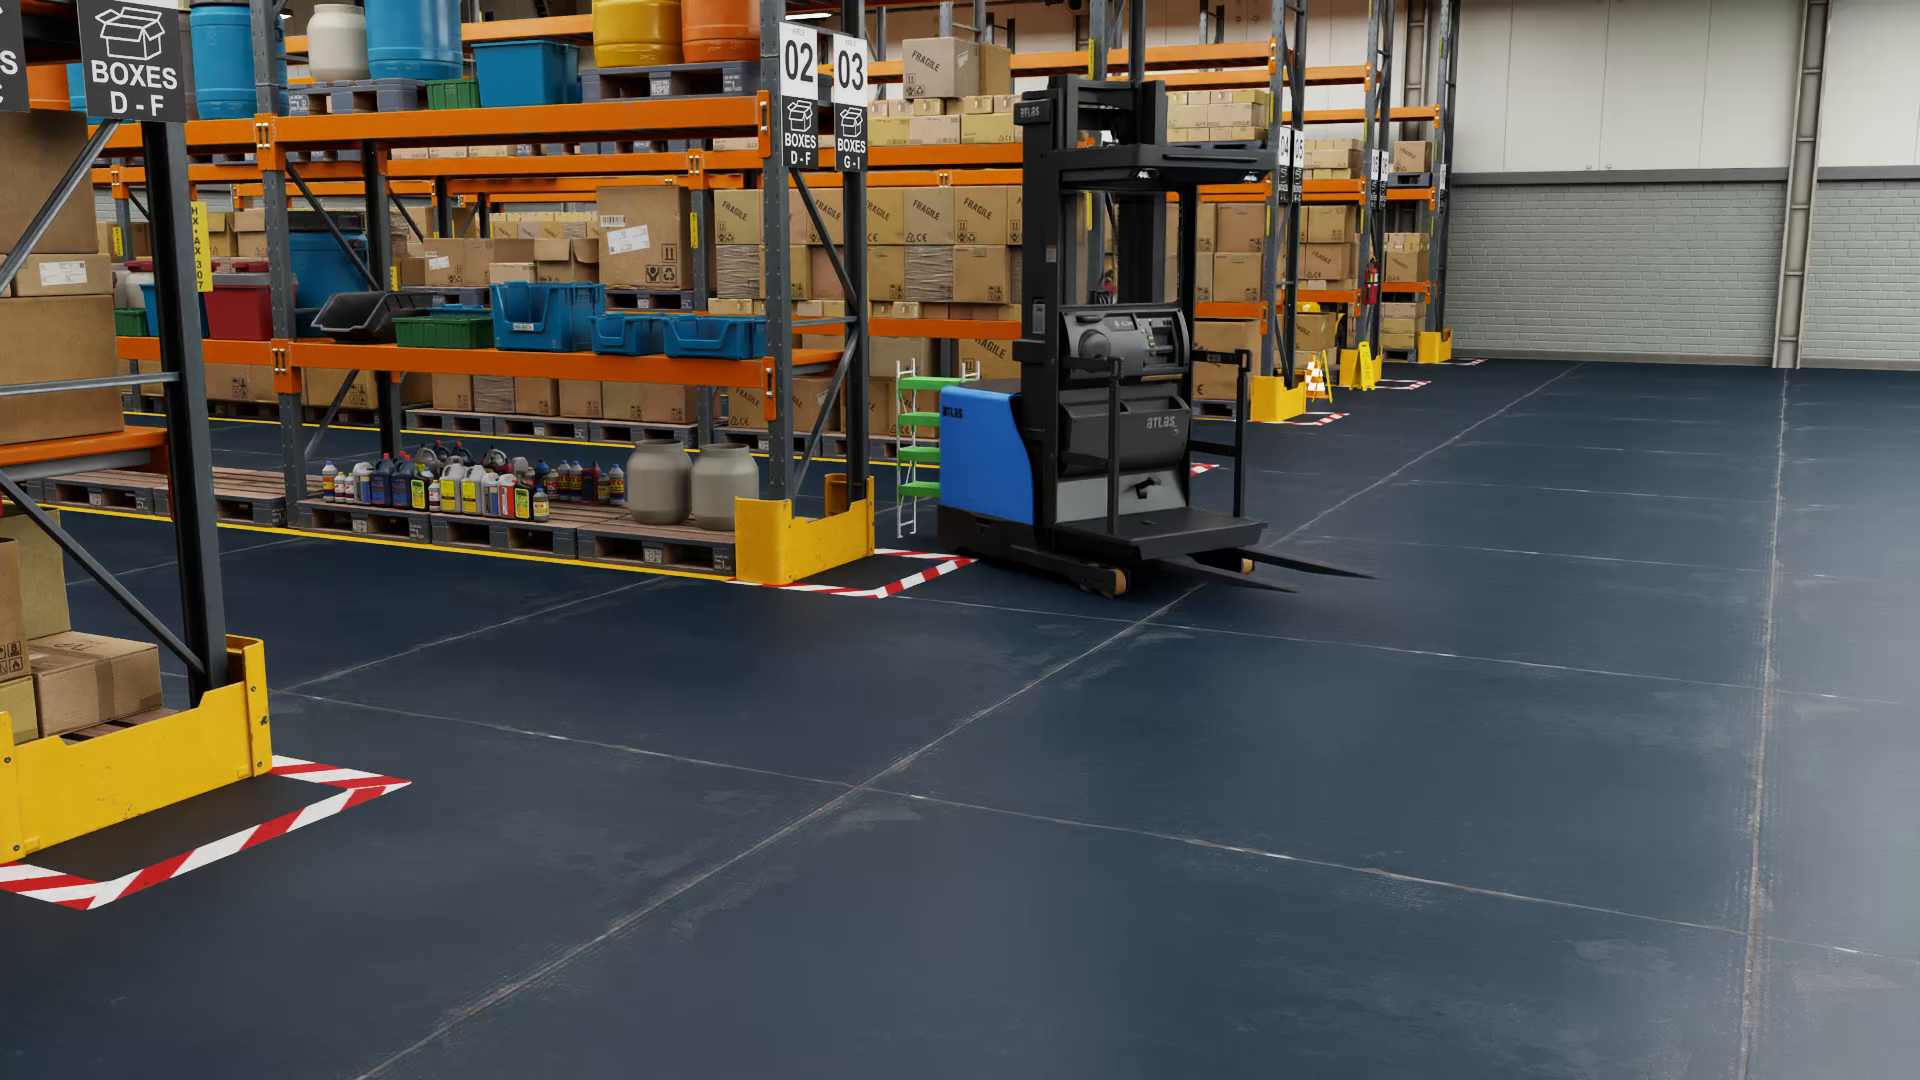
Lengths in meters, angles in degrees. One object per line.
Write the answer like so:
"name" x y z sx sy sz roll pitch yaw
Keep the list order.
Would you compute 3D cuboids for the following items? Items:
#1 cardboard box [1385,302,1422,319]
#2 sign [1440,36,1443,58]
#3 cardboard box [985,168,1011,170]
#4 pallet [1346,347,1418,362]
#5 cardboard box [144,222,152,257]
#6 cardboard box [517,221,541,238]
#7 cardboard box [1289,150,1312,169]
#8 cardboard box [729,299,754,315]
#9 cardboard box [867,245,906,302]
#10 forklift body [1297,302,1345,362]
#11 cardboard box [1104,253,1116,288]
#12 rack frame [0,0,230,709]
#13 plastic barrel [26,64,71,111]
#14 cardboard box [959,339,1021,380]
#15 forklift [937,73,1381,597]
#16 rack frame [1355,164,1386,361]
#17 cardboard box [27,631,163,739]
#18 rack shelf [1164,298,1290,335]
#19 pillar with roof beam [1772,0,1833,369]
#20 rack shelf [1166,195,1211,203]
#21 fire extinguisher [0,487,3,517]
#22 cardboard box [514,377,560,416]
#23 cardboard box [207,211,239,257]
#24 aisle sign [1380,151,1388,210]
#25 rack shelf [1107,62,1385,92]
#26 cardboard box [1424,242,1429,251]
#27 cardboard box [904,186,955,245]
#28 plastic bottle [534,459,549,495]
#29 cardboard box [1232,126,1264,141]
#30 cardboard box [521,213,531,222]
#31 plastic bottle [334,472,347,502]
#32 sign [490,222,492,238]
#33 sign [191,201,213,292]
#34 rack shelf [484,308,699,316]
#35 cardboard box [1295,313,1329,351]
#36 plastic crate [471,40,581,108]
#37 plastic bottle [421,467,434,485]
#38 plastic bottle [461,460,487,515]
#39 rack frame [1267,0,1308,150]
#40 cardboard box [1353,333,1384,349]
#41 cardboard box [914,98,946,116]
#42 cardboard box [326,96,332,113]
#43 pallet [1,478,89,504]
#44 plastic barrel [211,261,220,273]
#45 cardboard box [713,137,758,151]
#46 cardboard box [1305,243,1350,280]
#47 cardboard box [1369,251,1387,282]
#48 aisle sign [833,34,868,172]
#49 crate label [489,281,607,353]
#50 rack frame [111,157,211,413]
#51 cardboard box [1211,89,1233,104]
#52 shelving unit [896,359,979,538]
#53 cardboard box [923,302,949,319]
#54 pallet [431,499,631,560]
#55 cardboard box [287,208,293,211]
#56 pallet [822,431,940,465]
"cardboard box" 7.365 -3.813 27.609 0.500 0.250 0.500 5 12 28
"sign" 7.663 -7.846 26.468 0.005 0.325 0.100 5 11 26
"cardboard box" 0.639 -5.716 25.208 0.500 0.250 0.500 5 11 27
"pallet" 7.211 -3.162 28.109 1.213 0.211 1.003 5 11 26
"cardboard box" -9.740 -3.571 20.017 0.500 0.500 0.500 5 11 26
"cardboard box" -7.390 -5.327 29.155 0.500 0.500 0.500 5 11 25
"cardboard box" 4.700 -5.276 23.120 0.500 0.250 0.500 5 11 25
"cardboard box" -1.971 -2.210 15.723 0.250 0.149 0.380 5 11 26
"cardboard box" -0.517 -2.456 15.262 0.500 0.500 0.875 5 11 26
"forklift body" 5.408 -3.921 26.856 1.214 2.155 2.313 5 11 26
"cardboard box" 1.827 -3.124 19.648 0.500 0.550 0.875 5 11 26
"rack frame" -3.049 -0.523 5.698 0.127 3.000 1.000 5 11 26
"plastic barrel" -6.801 -3.481 12.411 0.708 0.830 0.600 5 11 26
"cardboard box" 0.569 -2.305 20.329 0.875 0.875 0.875 5 11 27
"forklift" 1.113 -1.214 9.707 1.130 2.935 3.031 -7 12 -35
"rack frame" 5.723 -3.688 23.183 0.127 3.000 1.000 5 11 26
"cardboard box" -3.431 0.545 6.335 0.500 0.250 0.500 5 11 26
"rack shelf" 1.830 -2.693 19.706 4.000 0.370 1.077 5 11 26
"pillar with roof beam" 11.166 -6.471 21.718 0.400 9.000 9.100 5 11 26
"rack shelf" 2.535 -6.076 29.974 4.000 0.370 1.077 5 11 26
"fire extinguisher" -3.148 -0.402 5.243 0.183 0.674 0.296 5 11 26
"cardboard box" -4.212 -1.587 17.360 0.500 0.500 0.700 6 12 31
"cardboard box" -8.237 -3.488 18.985 0.637 0.503 0.797 5 11 26
"aisle sign" 5.916 -5.012 23.198 0.004 0.787 0.394 5 11 26
"rack shelf" 3.929 -6.442 23.584 4.000 0.370 1.077 5 11 26
"cardboard box" 7.726 -4.917 27.875 0.250 0.149 0.380 5 11 24
"cardboard box" -0.163 -2.875 14.768 0.500 0.500 0.500 5 11 26
"plastic bottle" -2.920 -0.431 11.617 0.097 0.271 0.097 0 10 0
"cardboard box" 3.175 -4.469 18.326 0.250 0.149 0.380 5 11 26
"cardboard box" -7.478 -5.658 29.163 0.250 0.149 0.380 5 11 26
"plastic bottle" -4.258 -0.366 11.449 0.097 0.201 0.097 0 10 0
"sign" -6.896 -4.493 24.384 0.005 0.325 0.100 5 11 26
"sign" -2.798 -1.076 6.101 0.005 0.325 0.100 5 11 26
"rack shelf" -4.043 -2.224 17.115 4.000 0.370 1.077 5 11 26
"cardboard box" 4.889 -2.932 23.443 0.500 0.500 0.500 5 11 26
"plastic crate" -2.697 -2.884 10.366 0.575 0.384 0.392 5 11 26
"plastic bottle" -3.583 -0.353 11.182 0.097 0.271 0.097 0 10 0
"plastic bottle" -3.183 -0.349 10.940 0.185 0.351 0.144 6 12 28
"rack frame" 3.623 -5.841 18.237 0.127 3.000 1.000 5 11 26
"cardboard box" 6.913 -3.362 27.923 0.500 0.250 0.500 5 11 26
"cardboard box" -0.213 -3.779 14.567 0.250 0.149 0.380 4 11 23
"cardboard box" -6.415 -4.505 17.810 0.637 0.503 0.797 6 12 29
"pallet" -7.350 -0.505 13.427 1.213 0.211 1.003 5 11 26
"plastic barrel" -5.860 -1.864 12.726 0.433 0.535 0.433 0 10 0
"cardboard box" -1.959 -3.746 15.504 0.500 0.250 0.500 5 11 24
"cardboard box" 5.114 -3.882 23.141 0.500 0.500 0.500 5 11 25
"cardboard box" 6.897 -4.569 27.773 0.500 0.500 0.500 5 12 28
"aisle sign" -0.659 -2.634 10.063 0.004 0.787 0.394 5 11 26
"crate label" -2.624 -1.433 10.627 0.616 0.435 0.502 5 11 26
"rack frame" -9.423 -3.051 19.663 0.127 3.000 1.000 5 11 26
"cardboard box" 2.948 -4.882 18.366 0.250 0.149 0.380 5 11 26
"shelving unit" -0.148 -0.603 11.195 0.503 1.200 0.258 5 11 26
"cardboard box" -0.137 -2.067 14.932 0.250 0.149 0.380 5 11 26
"pallet" -2.759 -0.101 11.198 1.213 0.211 1.003 5 11 26
"cardboard box" -9.985 -4.721 24.969 0.500 0.500 0.500 5 12 27
"pallet" -0.533 -0.905 15.637 1.213 0.211 1.003 5 11 26
